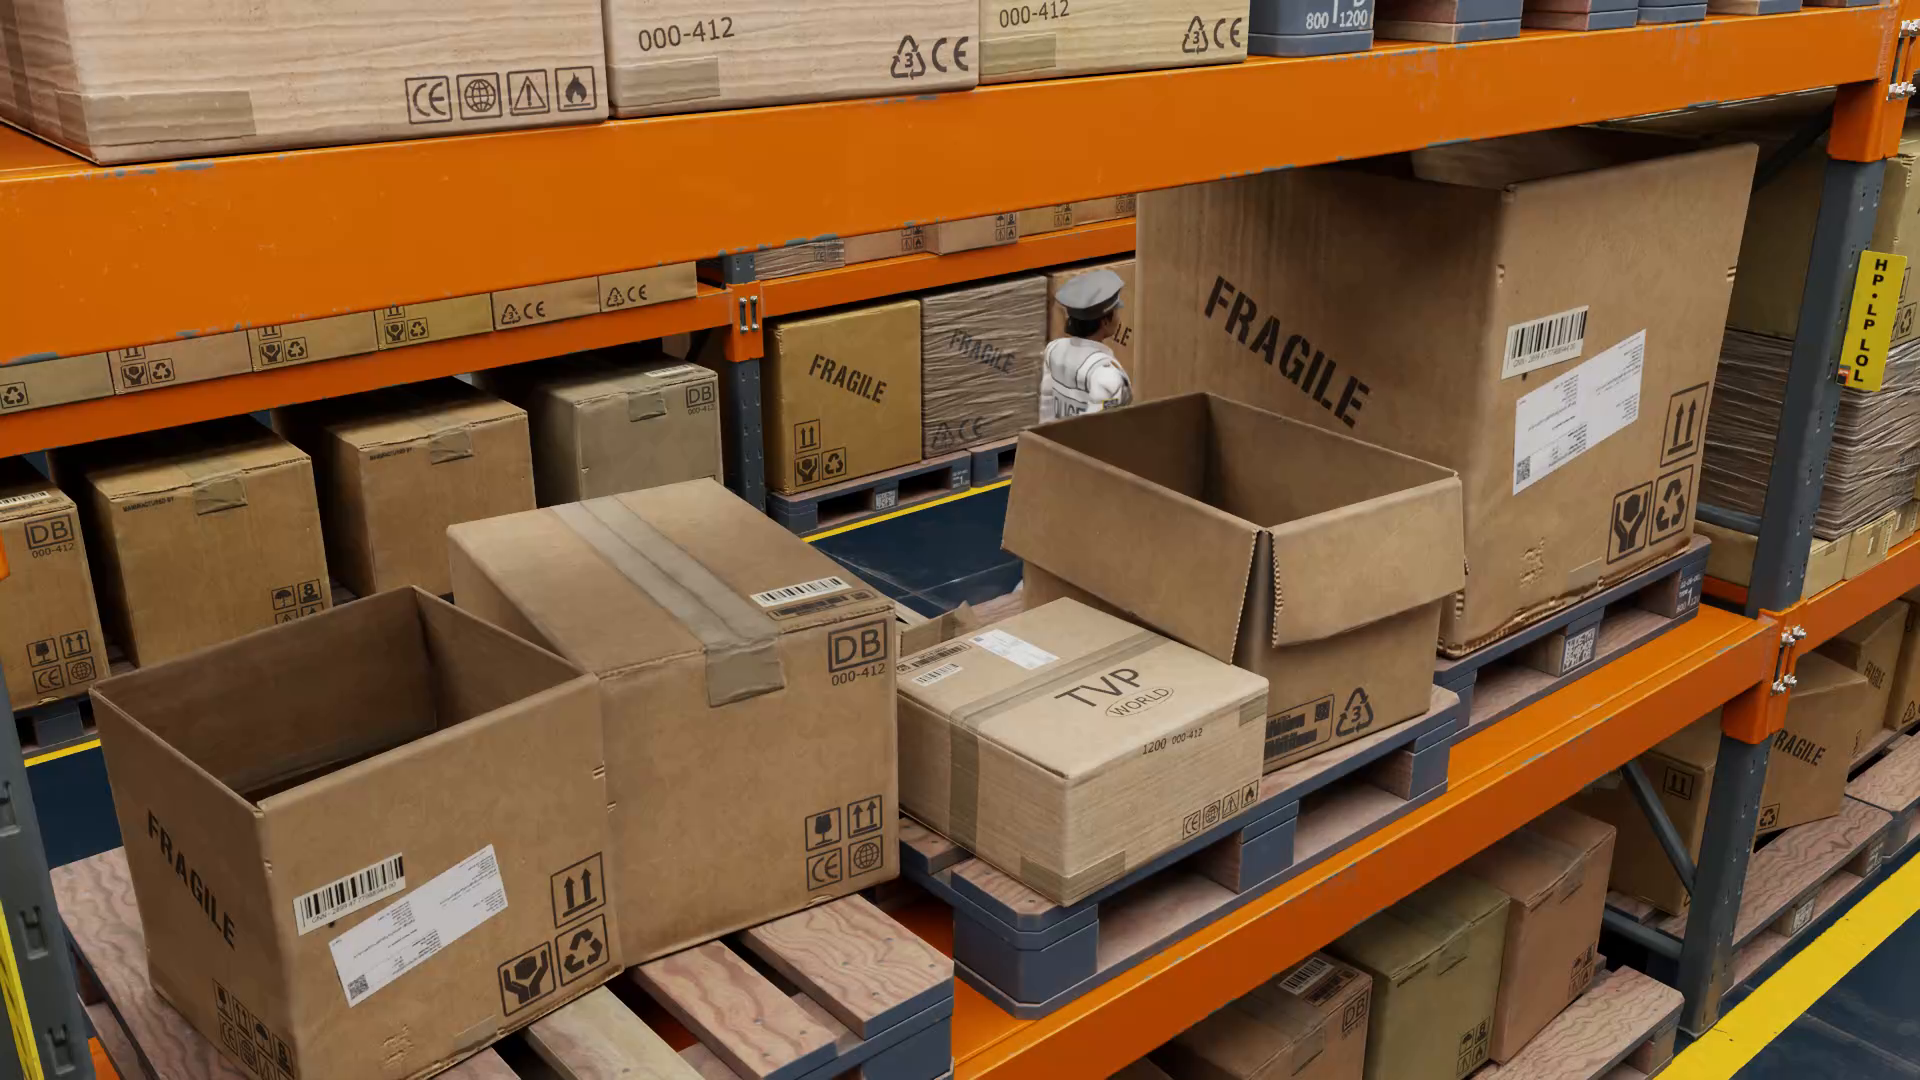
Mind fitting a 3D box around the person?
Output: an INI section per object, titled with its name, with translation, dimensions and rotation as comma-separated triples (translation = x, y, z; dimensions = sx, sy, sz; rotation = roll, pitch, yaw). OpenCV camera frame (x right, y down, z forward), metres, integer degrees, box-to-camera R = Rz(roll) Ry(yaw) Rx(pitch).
[person]
translation = 0.428, -0.233, 6.592
dimensions = 0.626, 1.670, 0.493
rotation = -11, 24, -26
